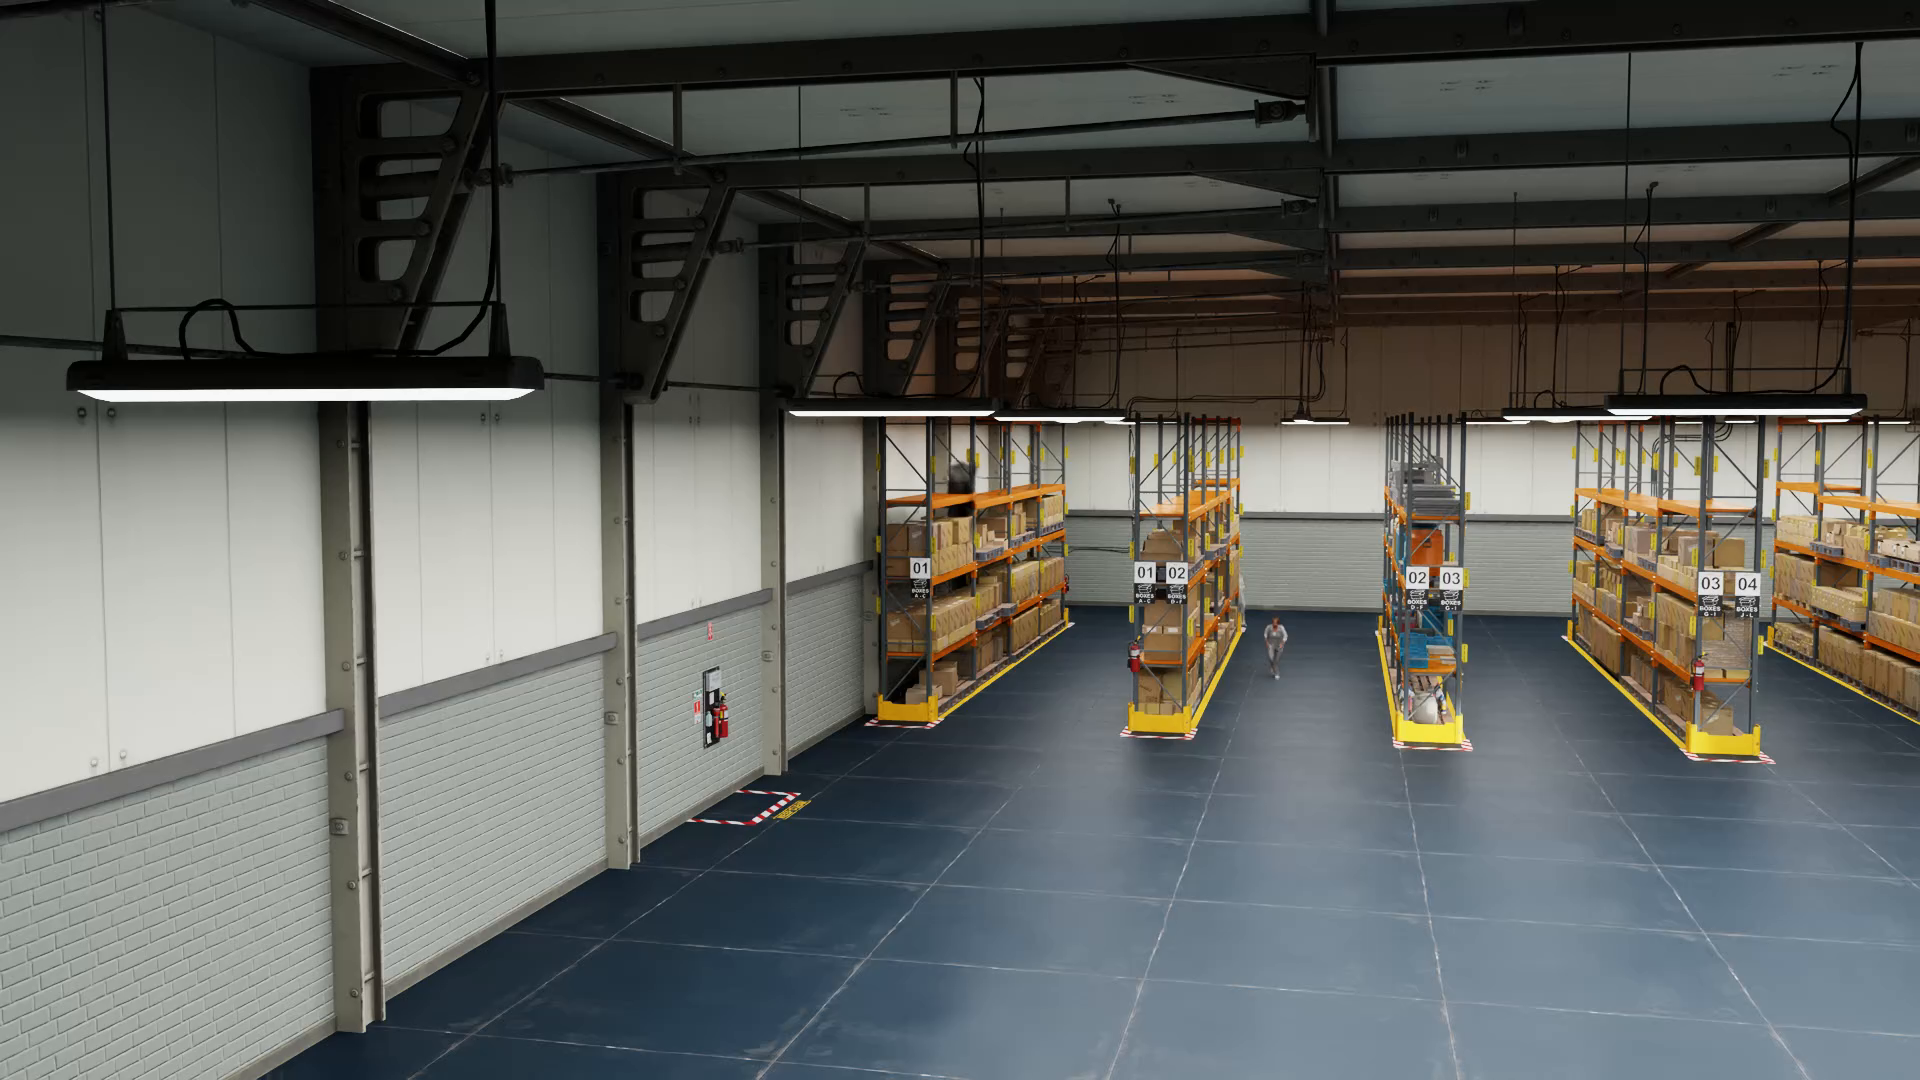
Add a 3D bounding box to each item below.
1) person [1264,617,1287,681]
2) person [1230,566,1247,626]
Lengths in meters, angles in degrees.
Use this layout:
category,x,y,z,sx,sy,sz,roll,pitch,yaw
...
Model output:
category,x,y,z,sx,sy,sz,roll,pitch,yaw
person,7.197,2.449,37.936,0.527,1.480,0.914,1,4,11
person,8.004,1.615,48.168,0.600,1.740,0.843,-3,5,-37
